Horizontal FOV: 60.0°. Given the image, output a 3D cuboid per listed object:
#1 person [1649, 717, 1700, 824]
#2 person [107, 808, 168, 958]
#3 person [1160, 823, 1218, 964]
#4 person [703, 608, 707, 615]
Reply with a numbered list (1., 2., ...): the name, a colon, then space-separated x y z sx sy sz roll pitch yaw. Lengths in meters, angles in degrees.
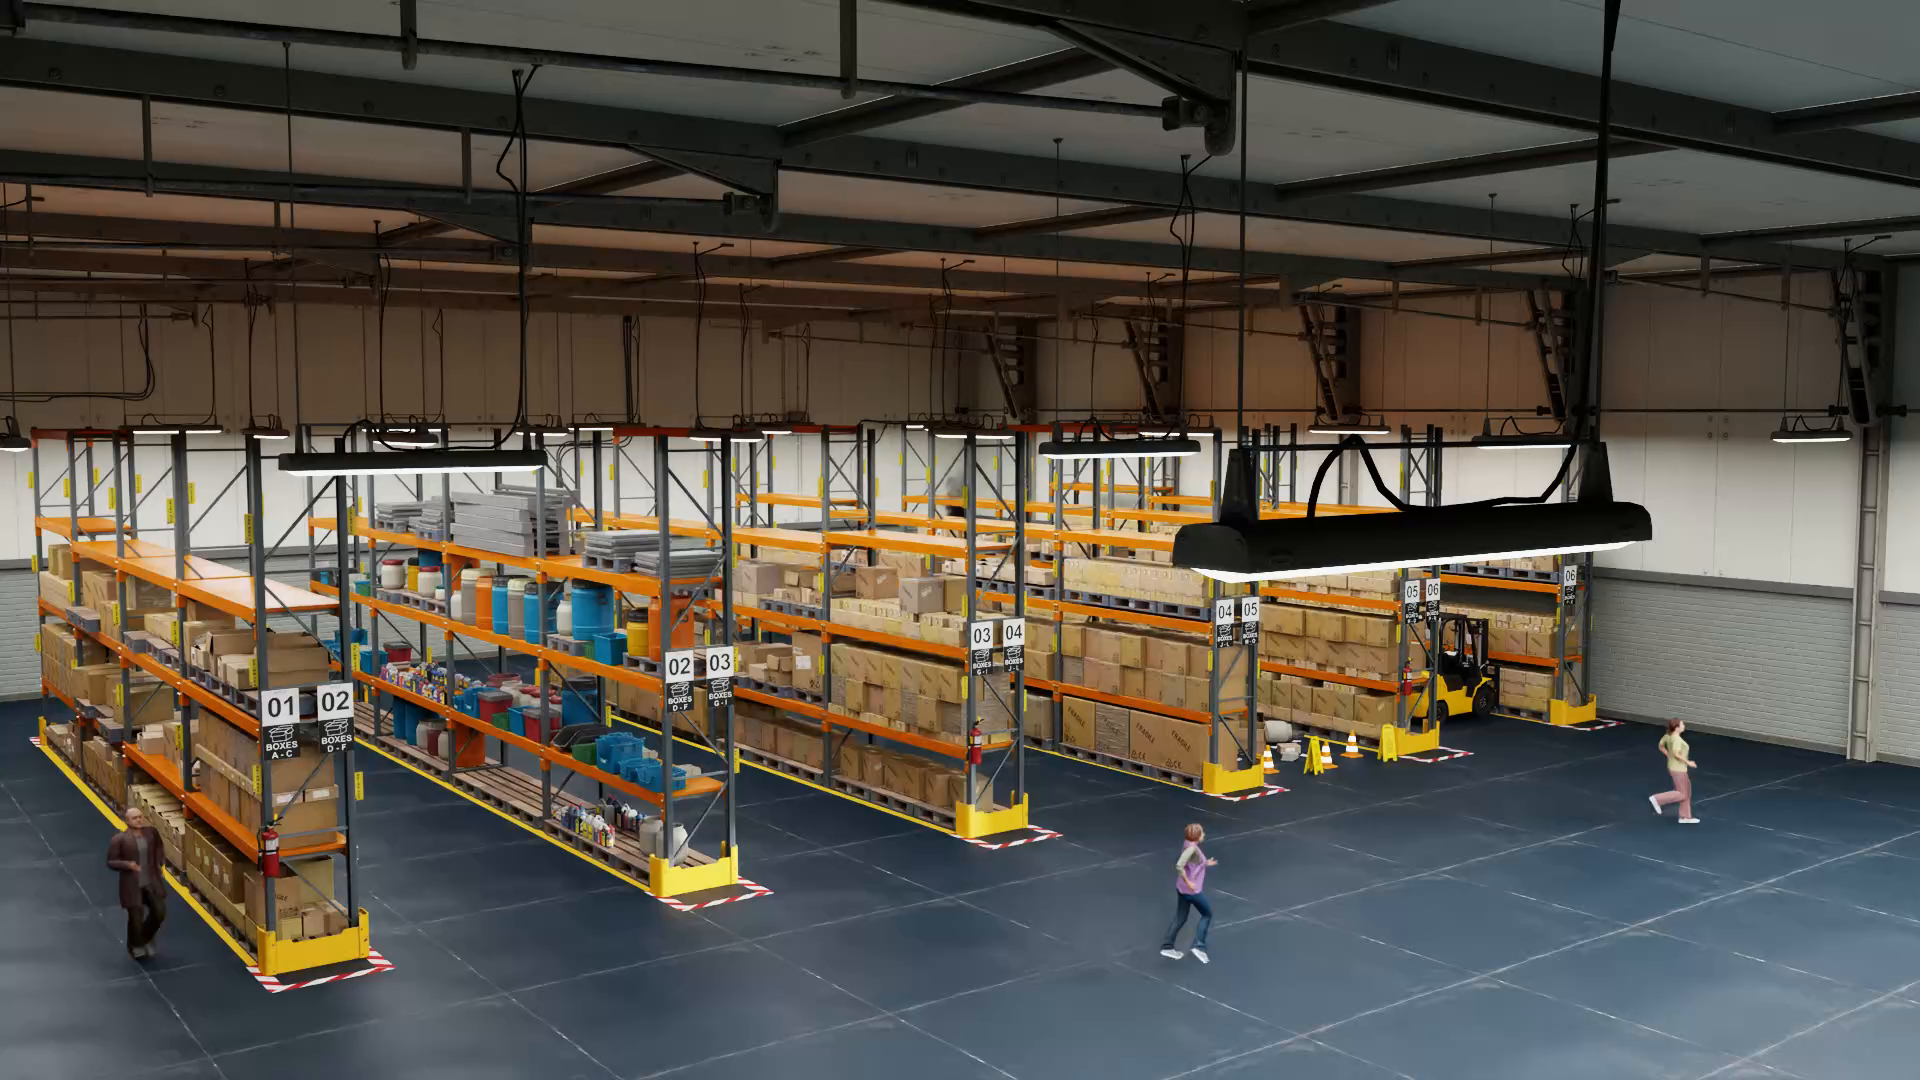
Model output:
1. person: 10.918 3.520 25.416 0.776 1.637 0.579 0 4 4
2. person: -9.382 3.956 19.079 0.675 1.765 0.694 4 6 43
3. person: 2.628 4.049 19.051 0.707 1.646 0.507 -1 5 -12
4. person: -5.977 2.447 38.883 0.761 1.775 0.813 -2 5 -25
